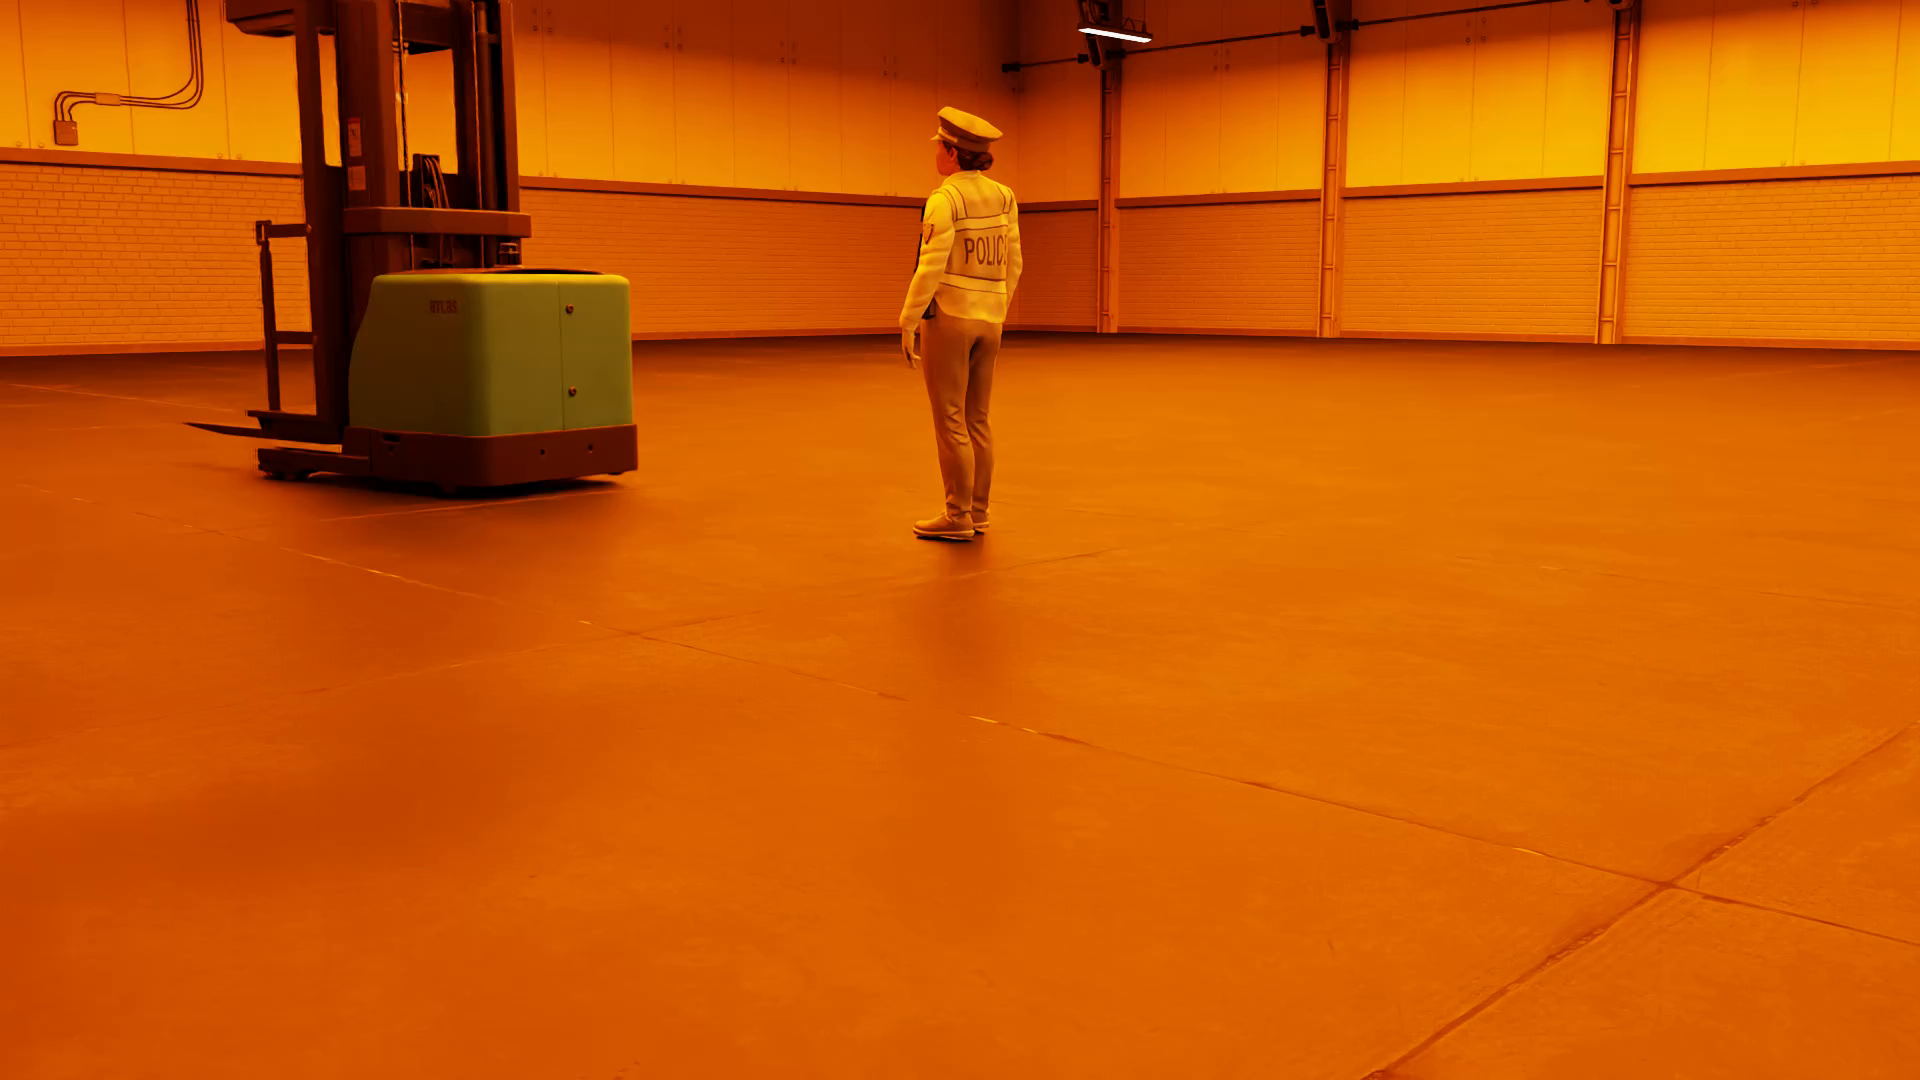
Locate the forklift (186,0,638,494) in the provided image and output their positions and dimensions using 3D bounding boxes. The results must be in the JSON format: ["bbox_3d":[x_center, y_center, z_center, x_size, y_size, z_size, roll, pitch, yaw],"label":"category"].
[{"bbox_3d":[-3.157,-1.821,8.970,3.031,2.935,1.130,6,11,37],"label":"forklift"}]

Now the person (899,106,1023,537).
[{"bbox_3d":[-0.044,-0.853,6.643,0.530,1.694,0.586,8,12,43],"label":"person"}]
